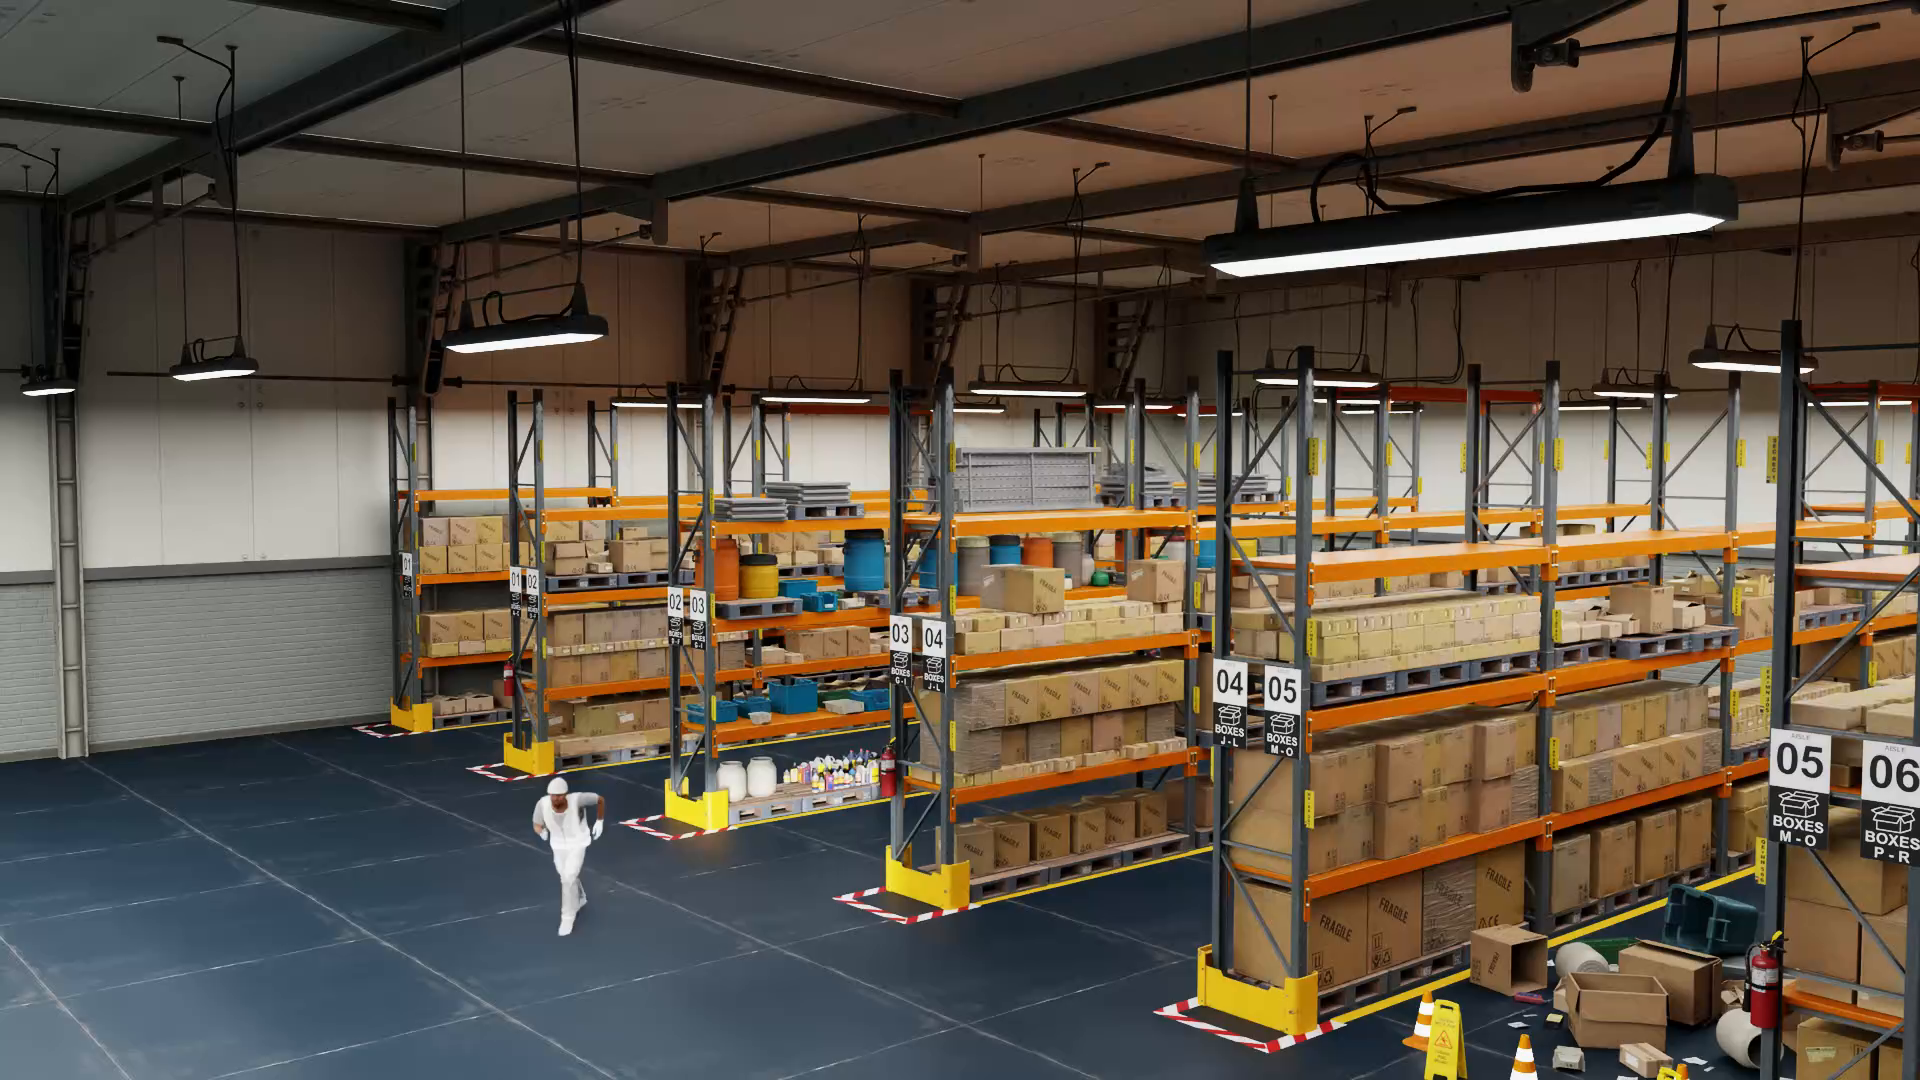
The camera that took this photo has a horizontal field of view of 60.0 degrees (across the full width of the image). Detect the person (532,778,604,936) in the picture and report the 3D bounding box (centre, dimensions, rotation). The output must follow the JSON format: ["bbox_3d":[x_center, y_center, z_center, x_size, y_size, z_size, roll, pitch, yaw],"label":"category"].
[{"bbox_3d":[-4.151,3.320,17.733,0.717,1.718,1.017,0,3,4],"label":"person"}]
